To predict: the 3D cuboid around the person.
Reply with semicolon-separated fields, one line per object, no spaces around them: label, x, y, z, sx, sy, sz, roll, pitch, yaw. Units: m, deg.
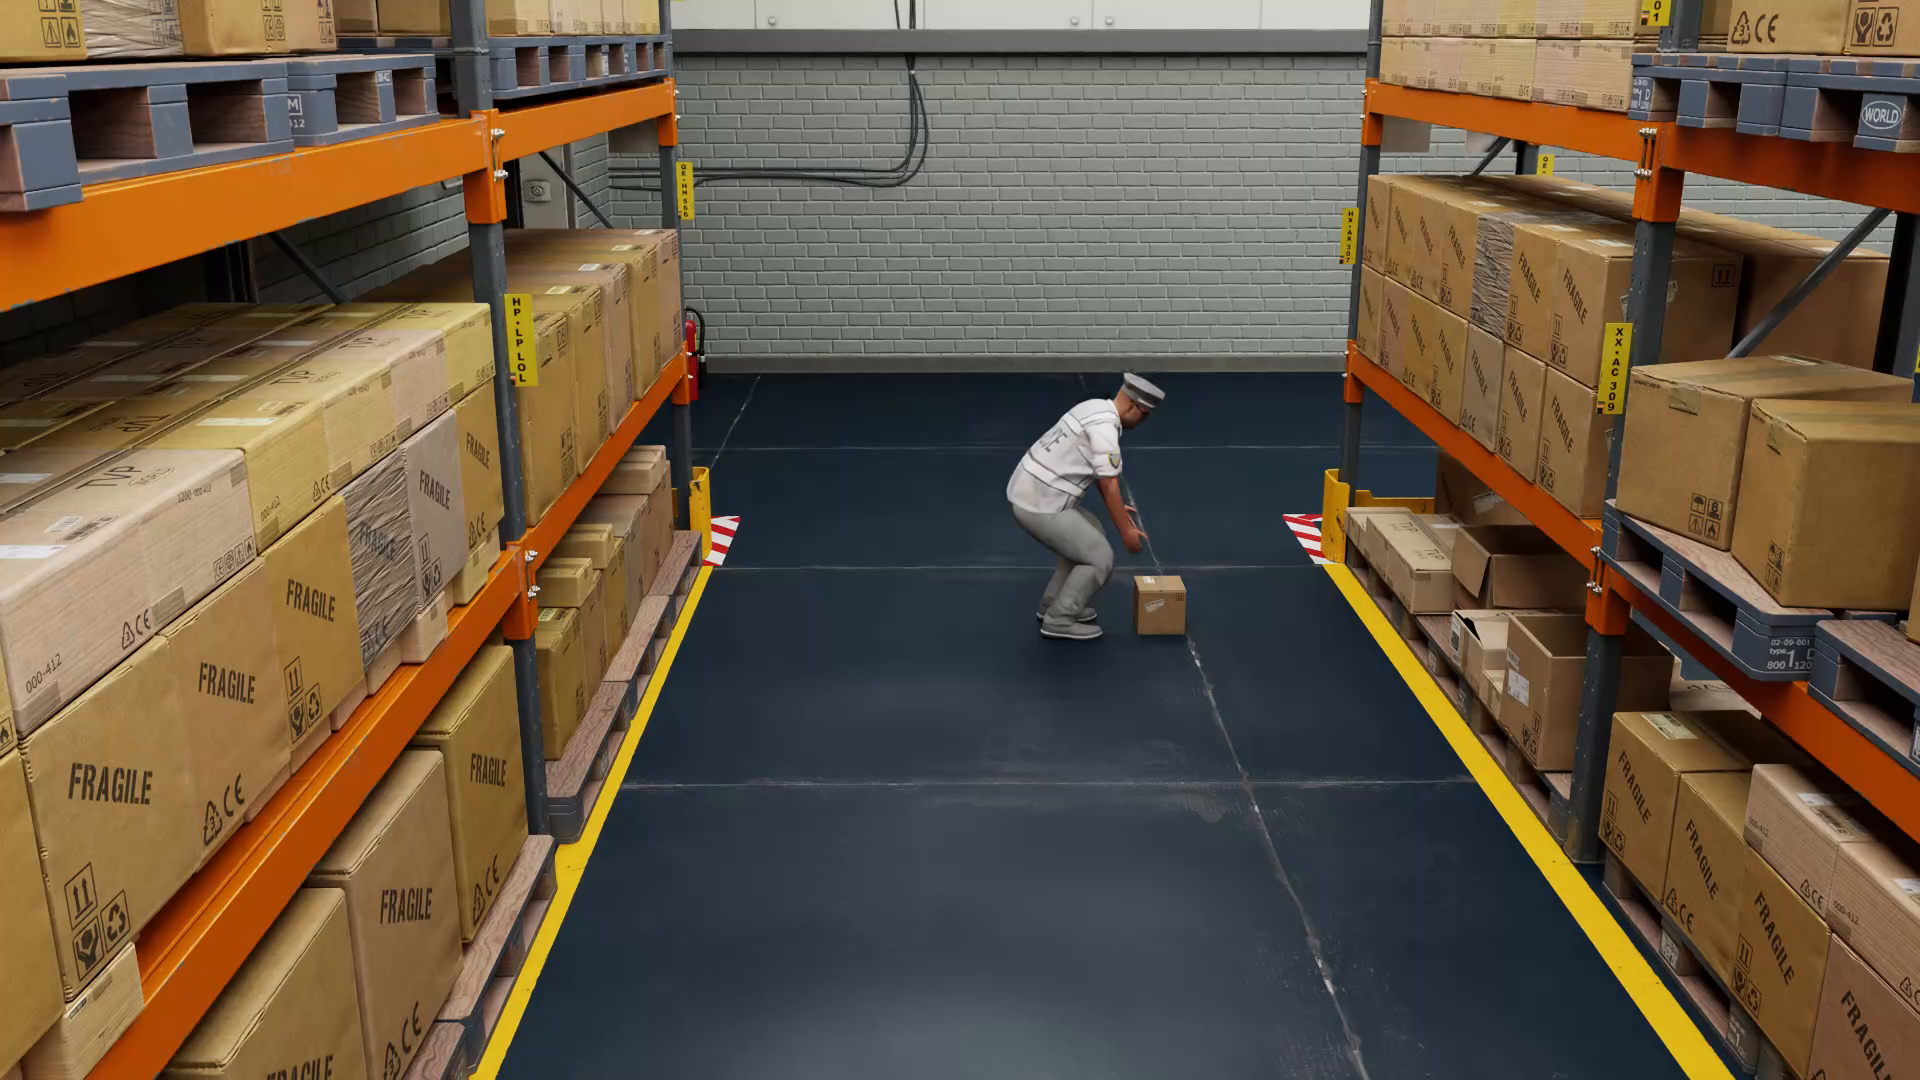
person;0.657;-0.194;8.816;0.826;1.381;0.590;0;17;-1
